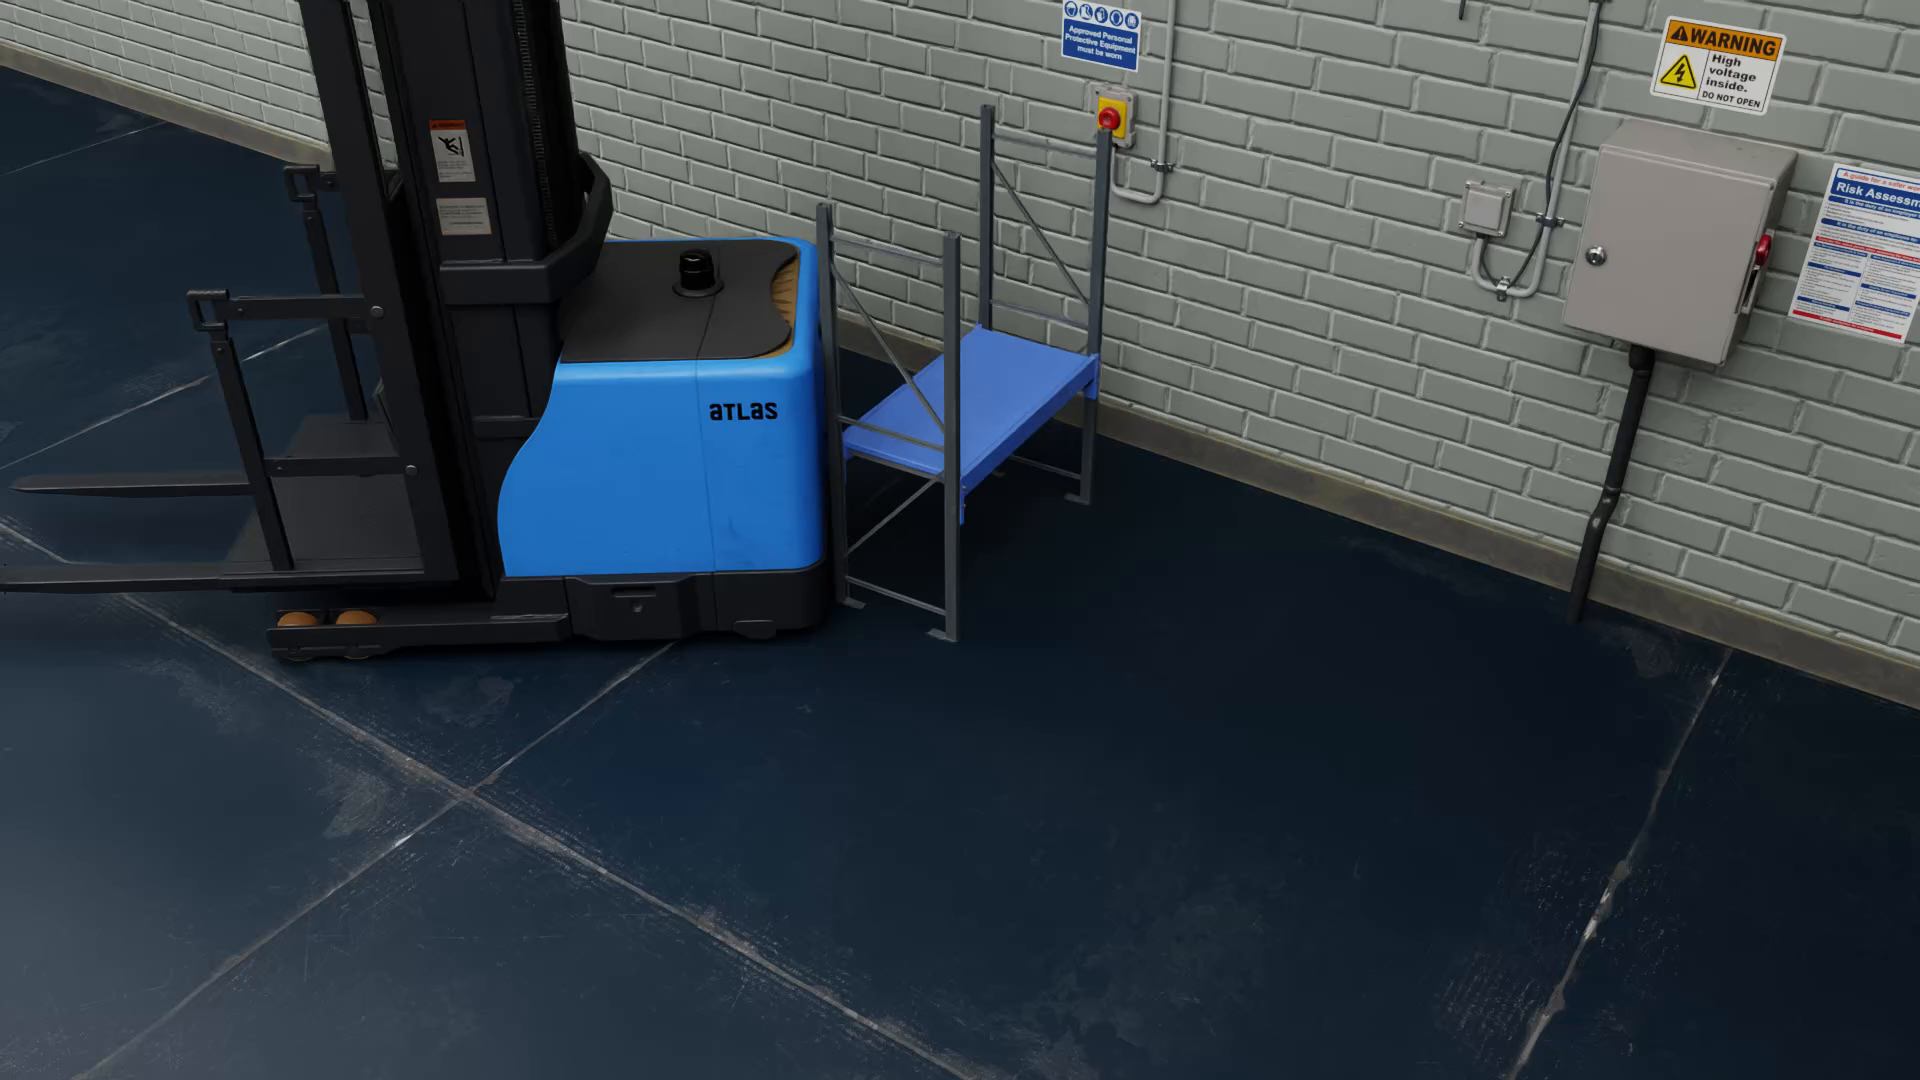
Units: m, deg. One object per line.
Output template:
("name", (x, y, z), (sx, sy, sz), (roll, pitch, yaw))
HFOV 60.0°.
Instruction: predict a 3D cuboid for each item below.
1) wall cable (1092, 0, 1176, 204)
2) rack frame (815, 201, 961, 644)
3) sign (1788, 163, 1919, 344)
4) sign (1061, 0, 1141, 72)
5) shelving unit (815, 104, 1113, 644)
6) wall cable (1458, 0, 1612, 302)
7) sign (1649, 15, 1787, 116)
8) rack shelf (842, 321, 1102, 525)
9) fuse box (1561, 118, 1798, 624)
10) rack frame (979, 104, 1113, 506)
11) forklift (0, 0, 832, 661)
("wall cable", (0.515, -2.116, 5.767), (0.585, 1.953, 0.123), (21, 39, 28))
("rack frame", (-0.221, -0.341, 5.416), (0.500, 1.500, 0.032), (18, 38, 25))
("sign", (2.681, -0.842, 4.903), (0.329, 0.494, 0.001), (21, 39, 28))
("sign", (0.510, -1.838, 6.049), (0.327, 0.218, 0.001), (21, 39, 28))
("shelving unit", (0.036, -0.587, 5.779), (0.538, 1.500, 1.048), (18, 38, 25))
("wall cable", (1.687, -1.656, 5.114), (0.588, 1.984, 0.122), (21, 39, 28))
("sign", (2.230, -1.399, 4.904), (0.339, 0.242, 0.001), (21, 39, 28))
("rack shelf", (0.036, -0.438, 5.880), (0.538, 0.185, 1.000), (18, 38, 25))
("fuse box", (2.158, -0.411, 5.330), (0.539, 1.711, 0.414), (21, 39, 28))
("rack frame", (0.294, -0.832, 6.142), (0.500, 1.500, 0.032), (18, 38, 25))
("forklift", (-1.983, -1.107, 5.271), (3.031, 2.935, 1.130), (-2, 34, -2))
